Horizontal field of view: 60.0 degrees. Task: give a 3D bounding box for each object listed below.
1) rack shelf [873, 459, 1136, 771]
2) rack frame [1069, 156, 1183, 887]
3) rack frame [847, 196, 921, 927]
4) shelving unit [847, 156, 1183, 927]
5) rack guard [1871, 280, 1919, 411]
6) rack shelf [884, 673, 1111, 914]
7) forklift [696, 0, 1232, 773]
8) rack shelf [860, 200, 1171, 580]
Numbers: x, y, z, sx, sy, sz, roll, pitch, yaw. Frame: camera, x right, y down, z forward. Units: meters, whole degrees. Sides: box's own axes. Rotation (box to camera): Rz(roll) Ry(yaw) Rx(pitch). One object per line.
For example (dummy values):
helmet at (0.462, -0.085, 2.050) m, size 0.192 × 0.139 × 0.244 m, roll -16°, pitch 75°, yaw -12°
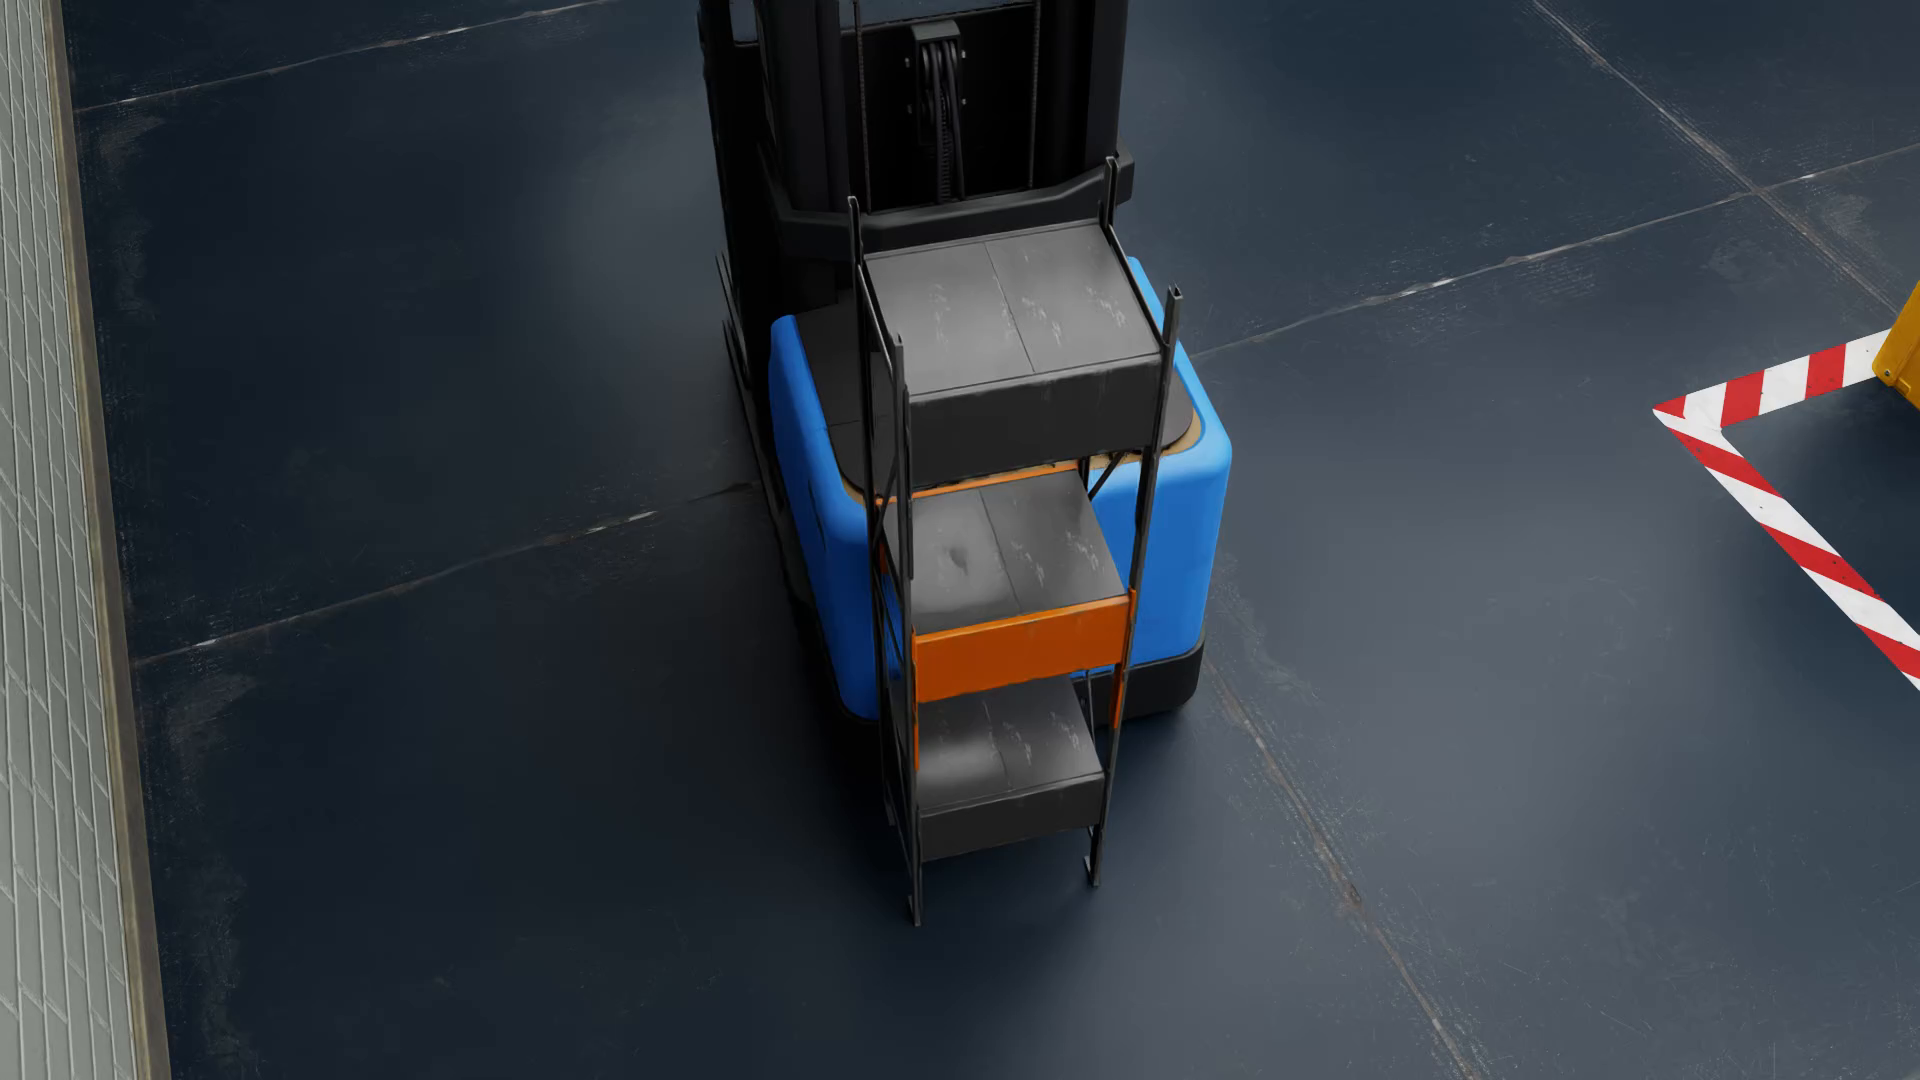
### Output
rack shelf at (0.083, 0.162, 3.739) m, size 0.480 × 0.518 × 0.431 m, roll -11°, pitch 51°, yaw -9°
rack frame at (0.320, 0.109, 3.767) m, size 0.015 × 2.100 × 0.400 m, roll -11°, pitch 51°, yaw -9°
rack frame at (-0.154, 0.198, 3.690) m, size 0.015 × 2.100 × 0.400 m, roll -11°, pitch 51°, yaw -9°
shelving unit at (0.083, 0.153, 3.729) m, size 0.503 × 2.100 × 0.431 m, roll -11°, pitch 51°, yaw -9°
rack guard at (3.517, -0.415, 5.277) m, size 0.348 × 0.500 × 1.175 m, roll -17°, pitch 52°, yaw -14°
rack shelf at (0.080, 0.608, 4.278) m, size 0.480 × 0.518 × 0.431 m, roll -11°, pitch 51°, yaw -9°
forklift at (-0.184, -1.457, 4.569) m, size 1.130 × 2.935 × 3.031 m, roll -11°, pitch 50°, yaw -10°
rack shelf at (0.086, -0.285, 3.200) m, size 0.480 × 0.518 × 0.431 m, roll -11°, pitch 51°, yaw -9°
